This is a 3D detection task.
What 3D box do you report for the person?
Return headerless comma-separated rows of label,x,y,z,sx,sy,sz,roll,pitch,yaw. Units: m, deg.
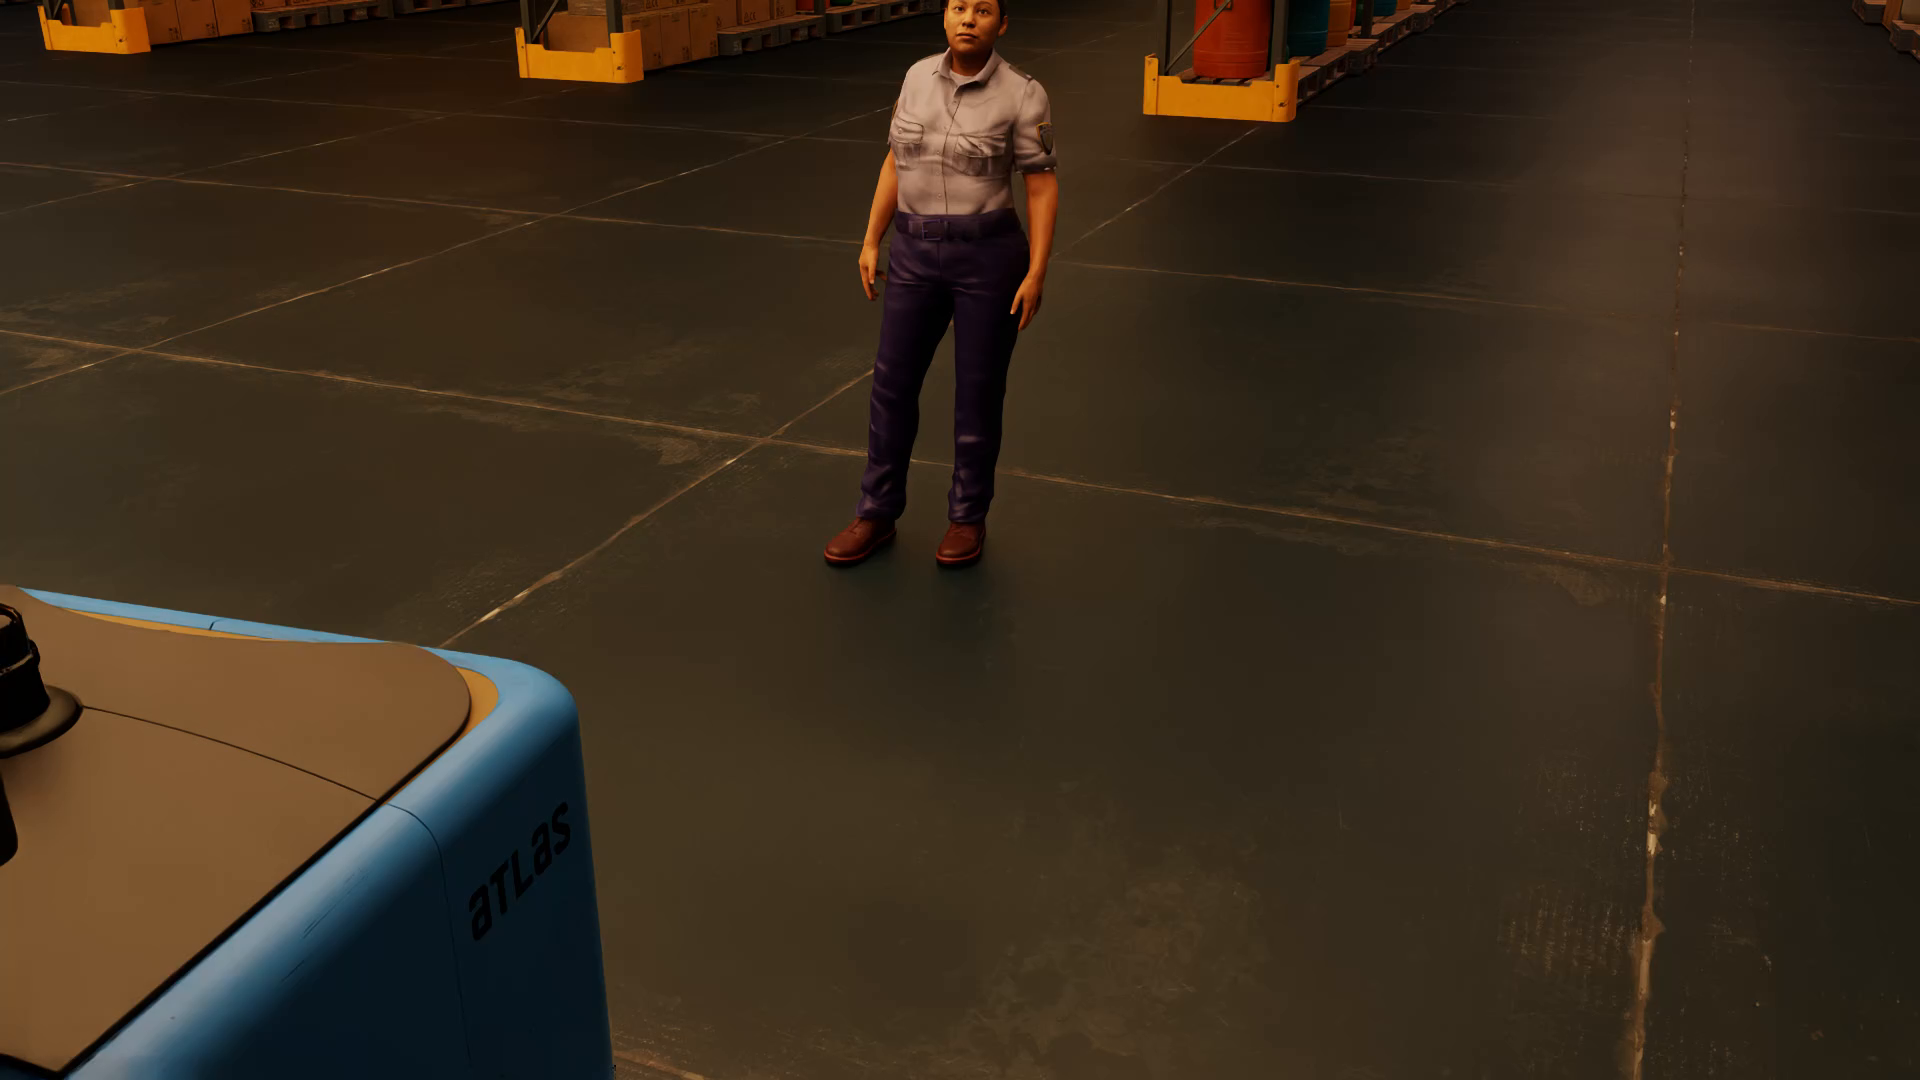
person,-0.056,-0.738,4.704,0.598,1.651,0.502,9,24,21
